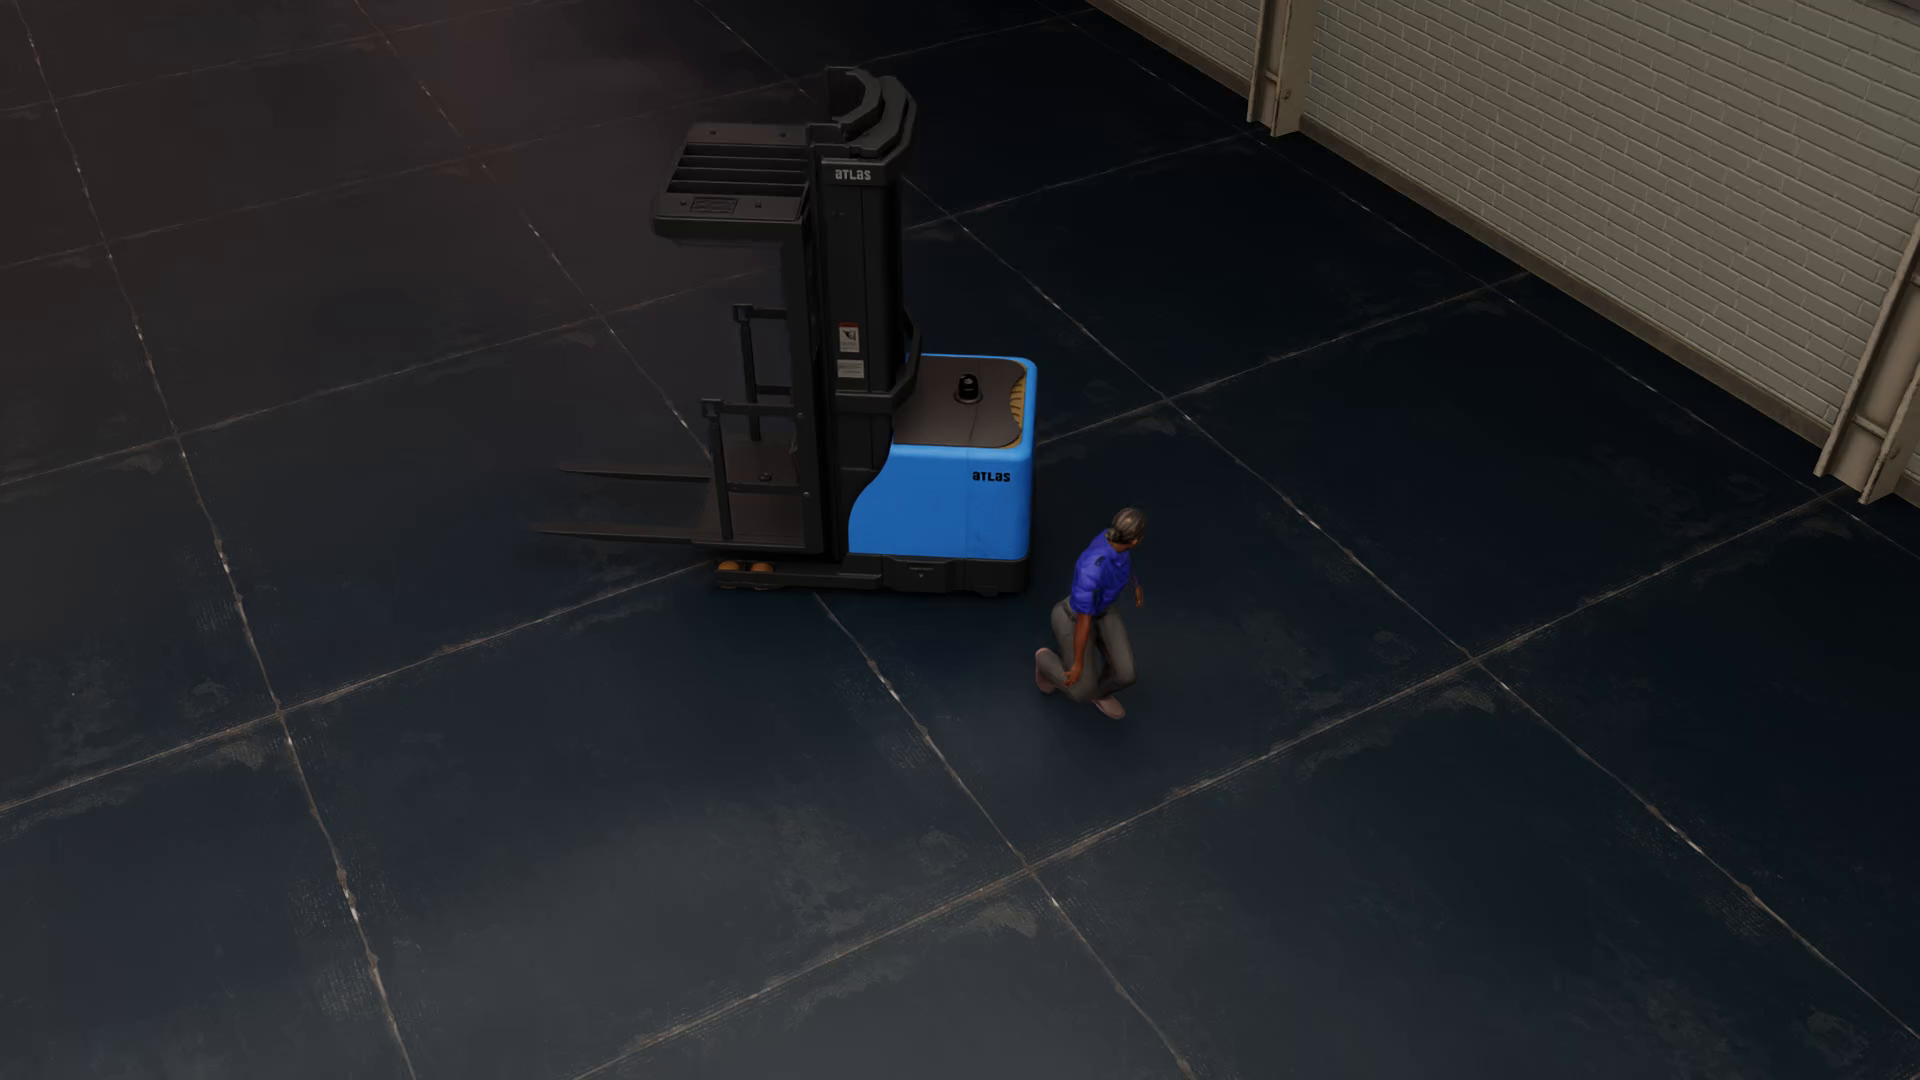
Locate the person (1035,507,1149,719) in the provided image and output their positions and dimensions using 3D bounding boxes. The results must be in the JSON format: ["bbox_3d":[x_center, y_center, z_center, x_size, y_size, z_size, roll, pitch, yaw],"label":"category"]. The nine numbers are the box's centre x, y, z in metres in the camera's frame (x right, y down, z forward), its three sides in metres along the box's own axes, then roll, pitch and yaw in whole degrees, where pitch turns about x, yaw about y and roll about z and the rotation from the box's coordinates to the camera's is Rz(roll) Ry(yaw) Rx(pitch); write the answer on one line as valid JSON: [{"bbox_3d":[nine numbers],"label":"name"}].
[{"bbox_3d":[0.681,0.378,8.766,0.620,1.452,0.738,32,49,33],"label":"person"}]

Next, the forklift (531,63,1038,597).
[{"bbox_3d":[-1.065,-1.161,9.436,3.031,2.935,1.130,3,40,3],"label":"forklift"}]
